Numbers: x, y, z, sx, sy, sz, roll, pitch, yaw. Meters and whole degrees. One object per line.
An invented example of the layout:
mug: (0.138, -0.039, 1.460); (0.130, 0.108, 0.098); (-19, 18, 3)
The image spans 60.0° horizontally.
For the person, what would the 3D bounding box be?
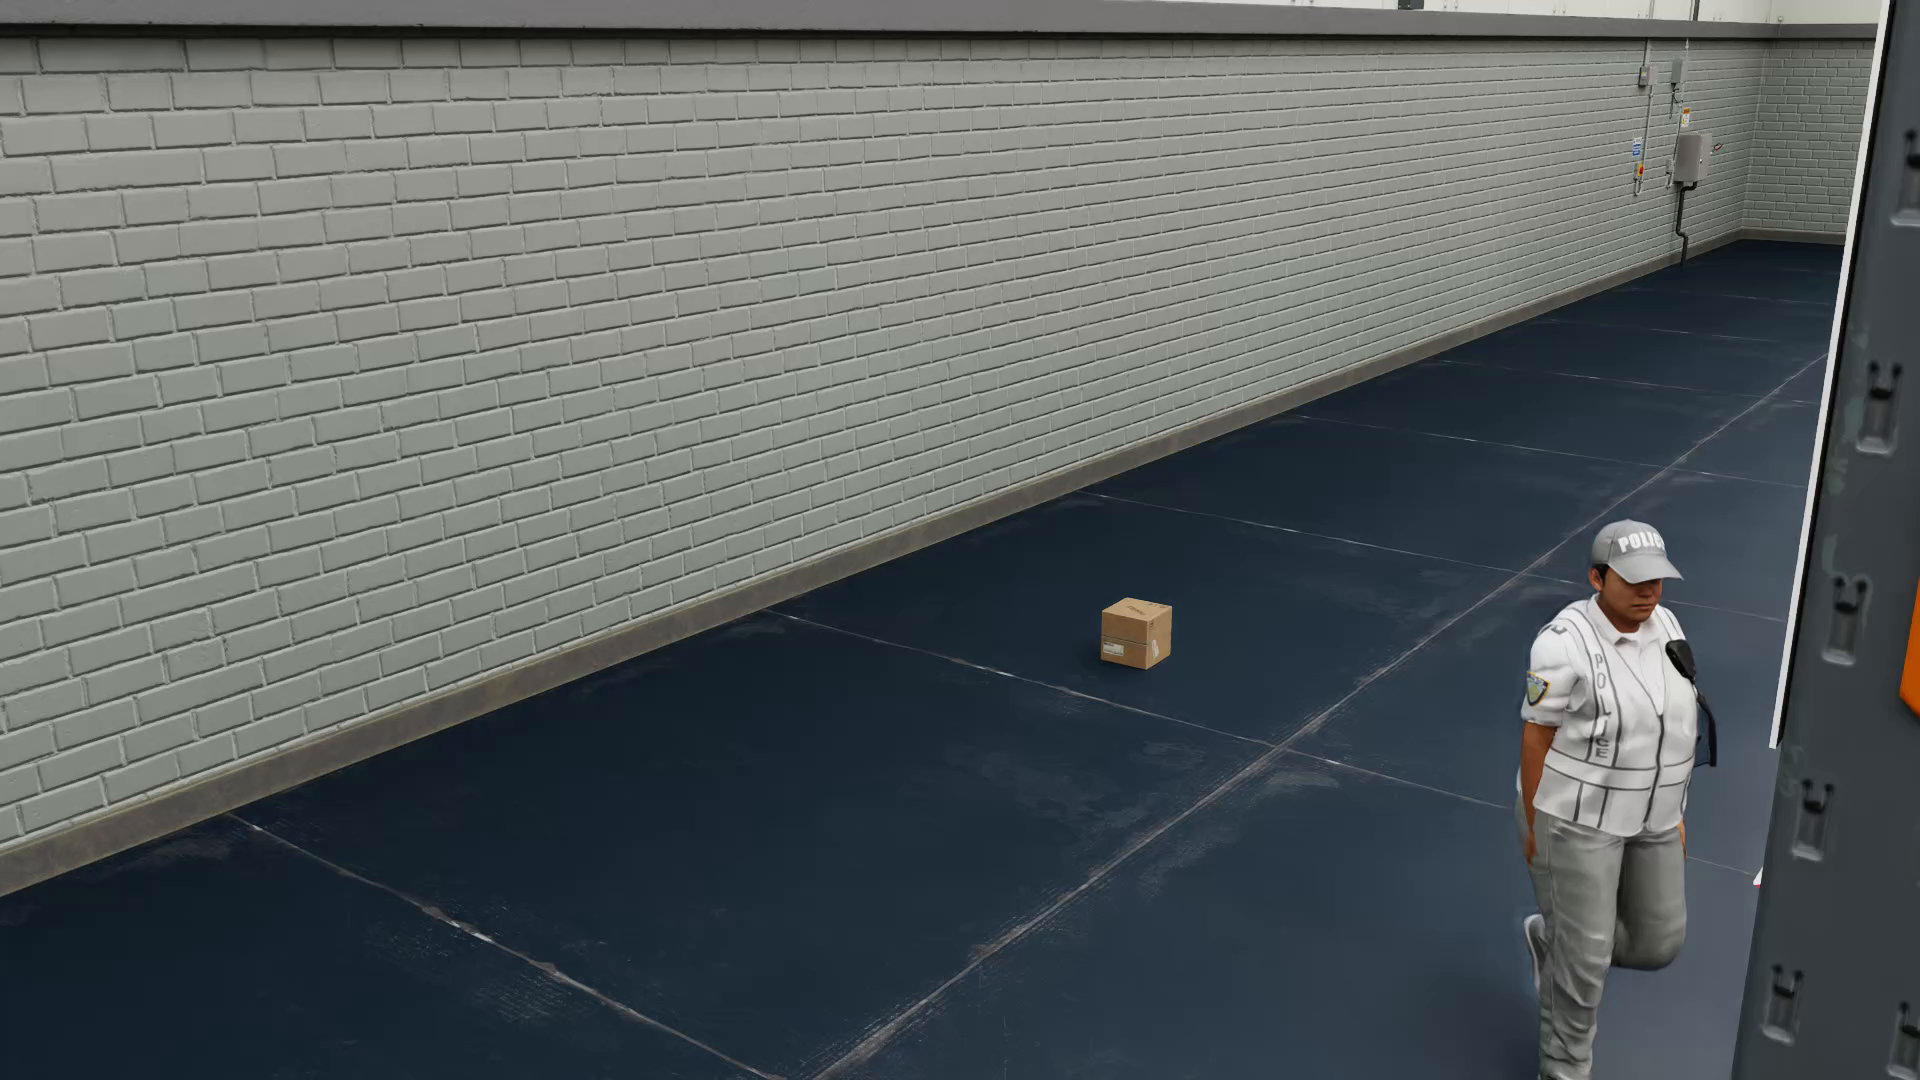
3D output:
person: (1.718, 0.731, 4.533); (0.480, 1.650, 0.649); (-5, 18, -18)
